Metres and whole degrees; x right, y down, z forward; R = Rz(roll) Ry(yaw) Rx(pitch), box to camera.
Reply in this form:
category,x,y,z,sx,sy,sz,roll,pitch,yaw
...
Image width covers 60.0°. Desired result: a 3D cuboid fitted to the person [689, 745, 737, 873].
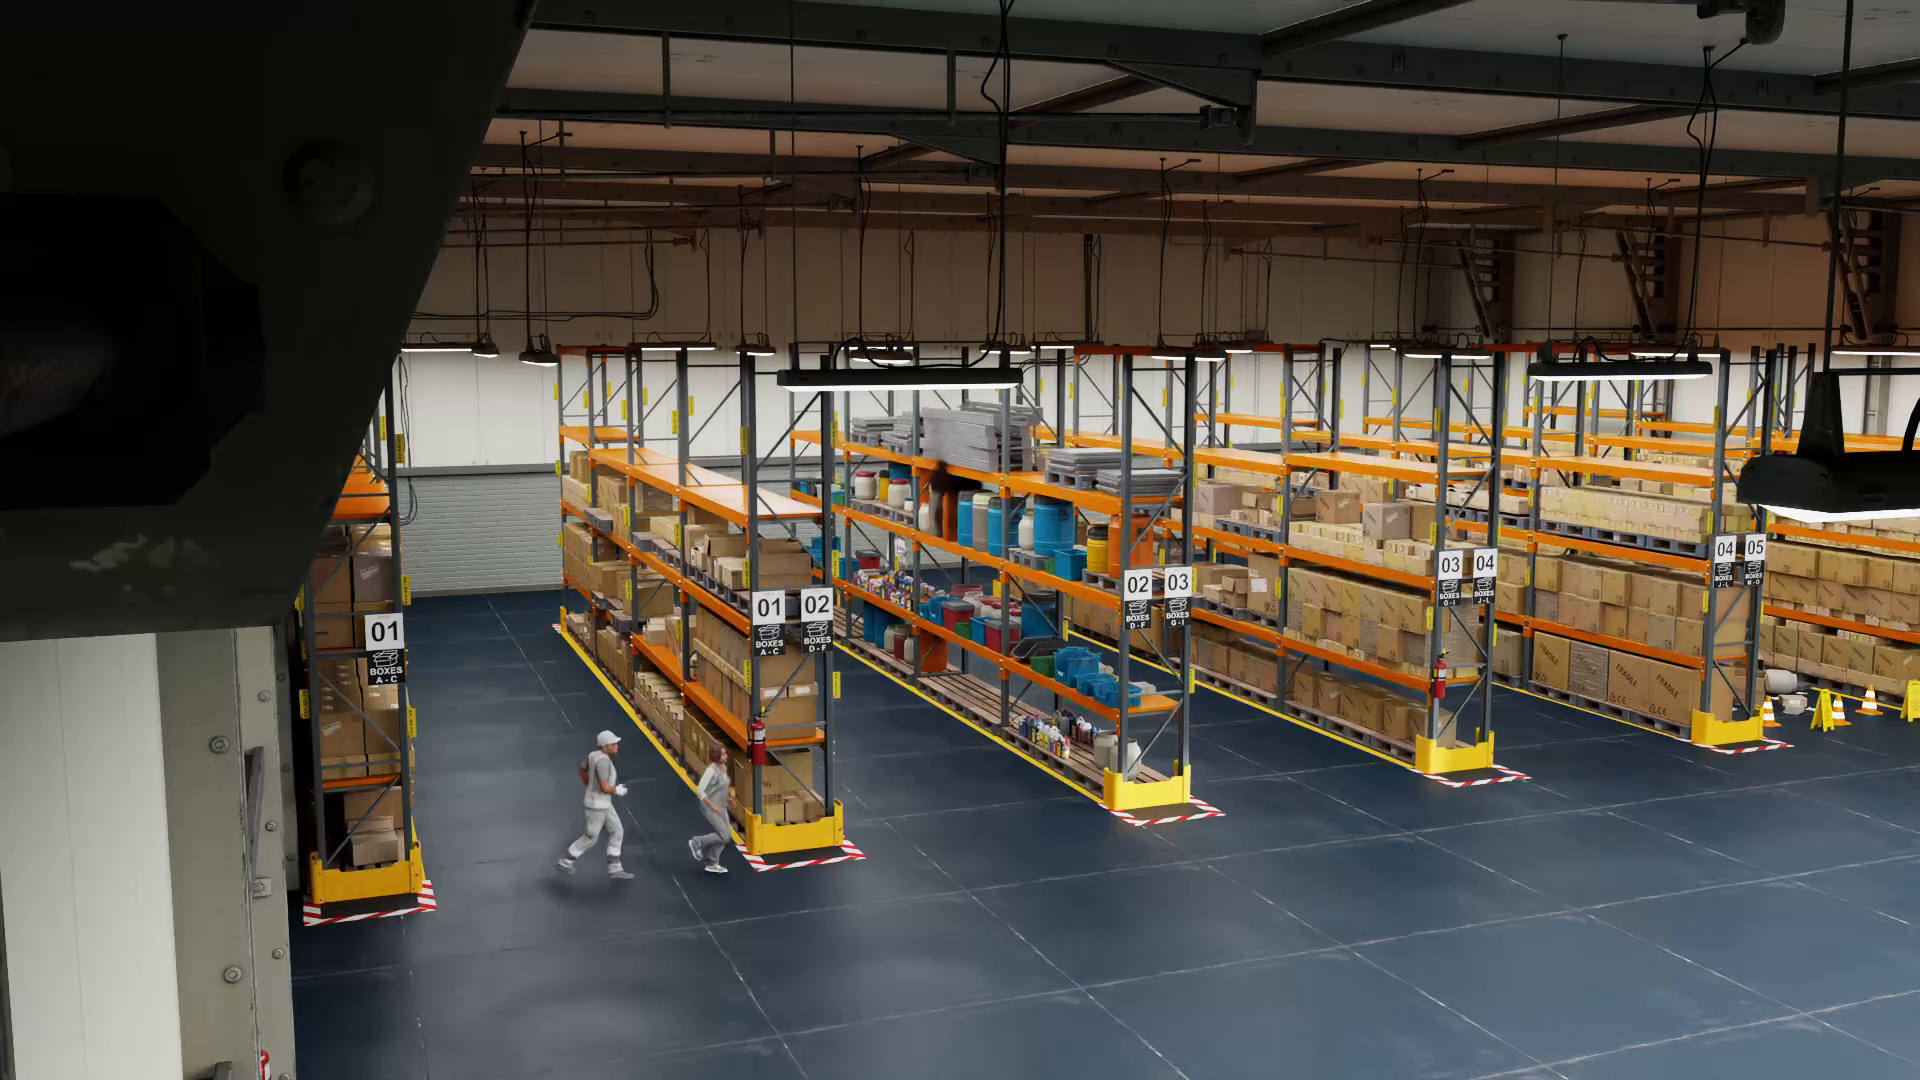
category,x,y,z,sx,sy,sz,roll,pitch,yaw
person,-2.893,3.130,19.381,0.553,1.527,0.521,2,8,16

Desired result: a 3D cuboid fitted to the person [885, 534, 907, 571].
category,x,y,z,sx,sy,sz,roll,pitch,yaw
person,-1.516,0.564,39.224,0.535,1.651,0.630,2,8,15

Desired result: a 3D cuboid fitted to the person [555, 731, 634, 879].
category,x,y,z,sx,sy,sz,roll,pitch,yaw
person,-4.190,3.043,18.966,0.895,1.747,0.629,-1,7,-10
